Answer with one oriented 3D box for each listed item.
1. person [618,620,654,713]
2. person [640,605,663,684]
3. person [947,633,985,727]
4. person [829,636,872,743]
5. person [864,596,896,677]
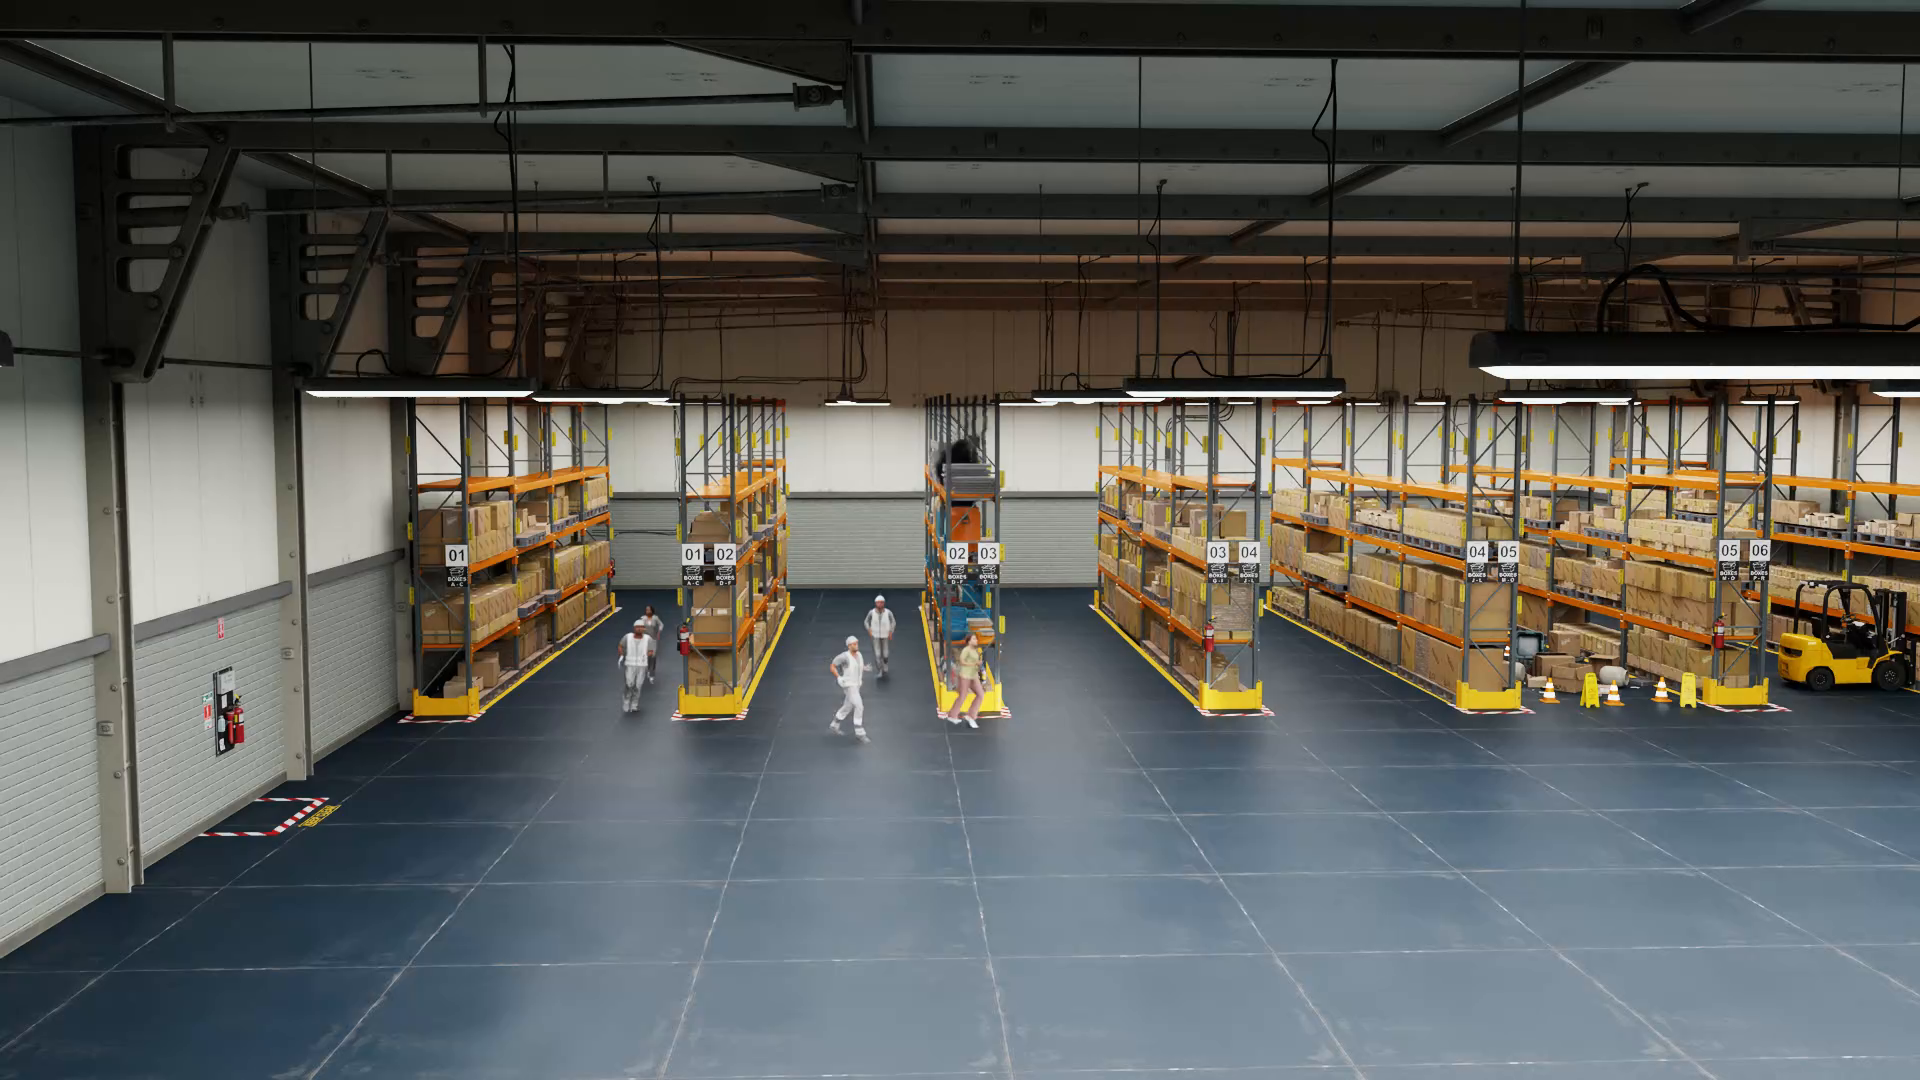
[{"bbox_3d":[-6.098,2.370,31.351,0.662,1.734,0.656,-1,5,-16],"label":"person"},{"bbox_3d":[-6.484,2.158,34.757,0.532,1.605,0.798,0,5,-6],"label":"person"},{"bbox_3d":[0.149,2.530,30.064,0.694,1.710,0.581,3,5,31],"label":"person"},{"bbox_3d":[-1.880,2.562,28.728,0.856,1.835,0.624,2,5,27],"label":"person"},{"bbox_3d":[-1.715,2.051,35.515,0.679,1.737,0.581,0,5,-2],"label":"person"}]
